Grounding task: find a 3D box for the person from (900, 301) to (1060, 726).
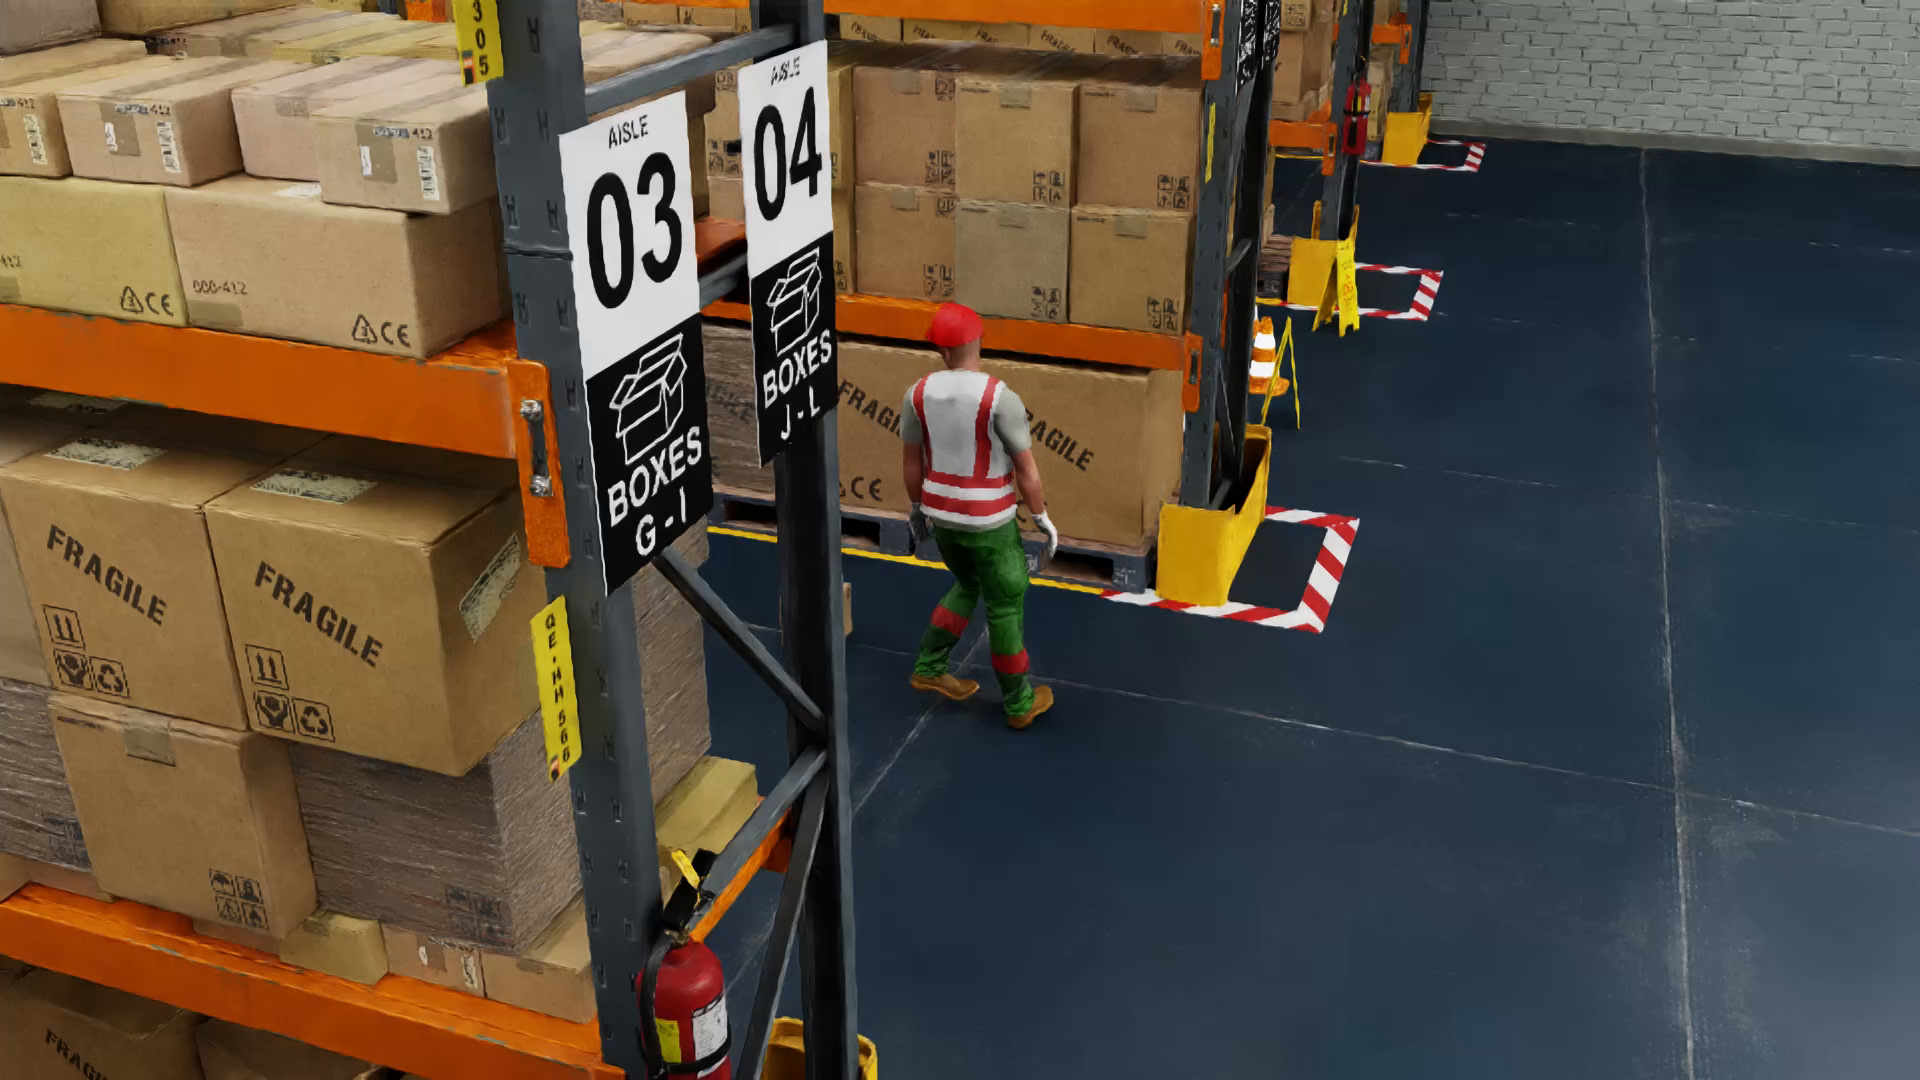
[{"bbox_3d":[0.076,-0.097,6.784,0.639,1.770,0.441,17,30,31],"label":"person"}]
